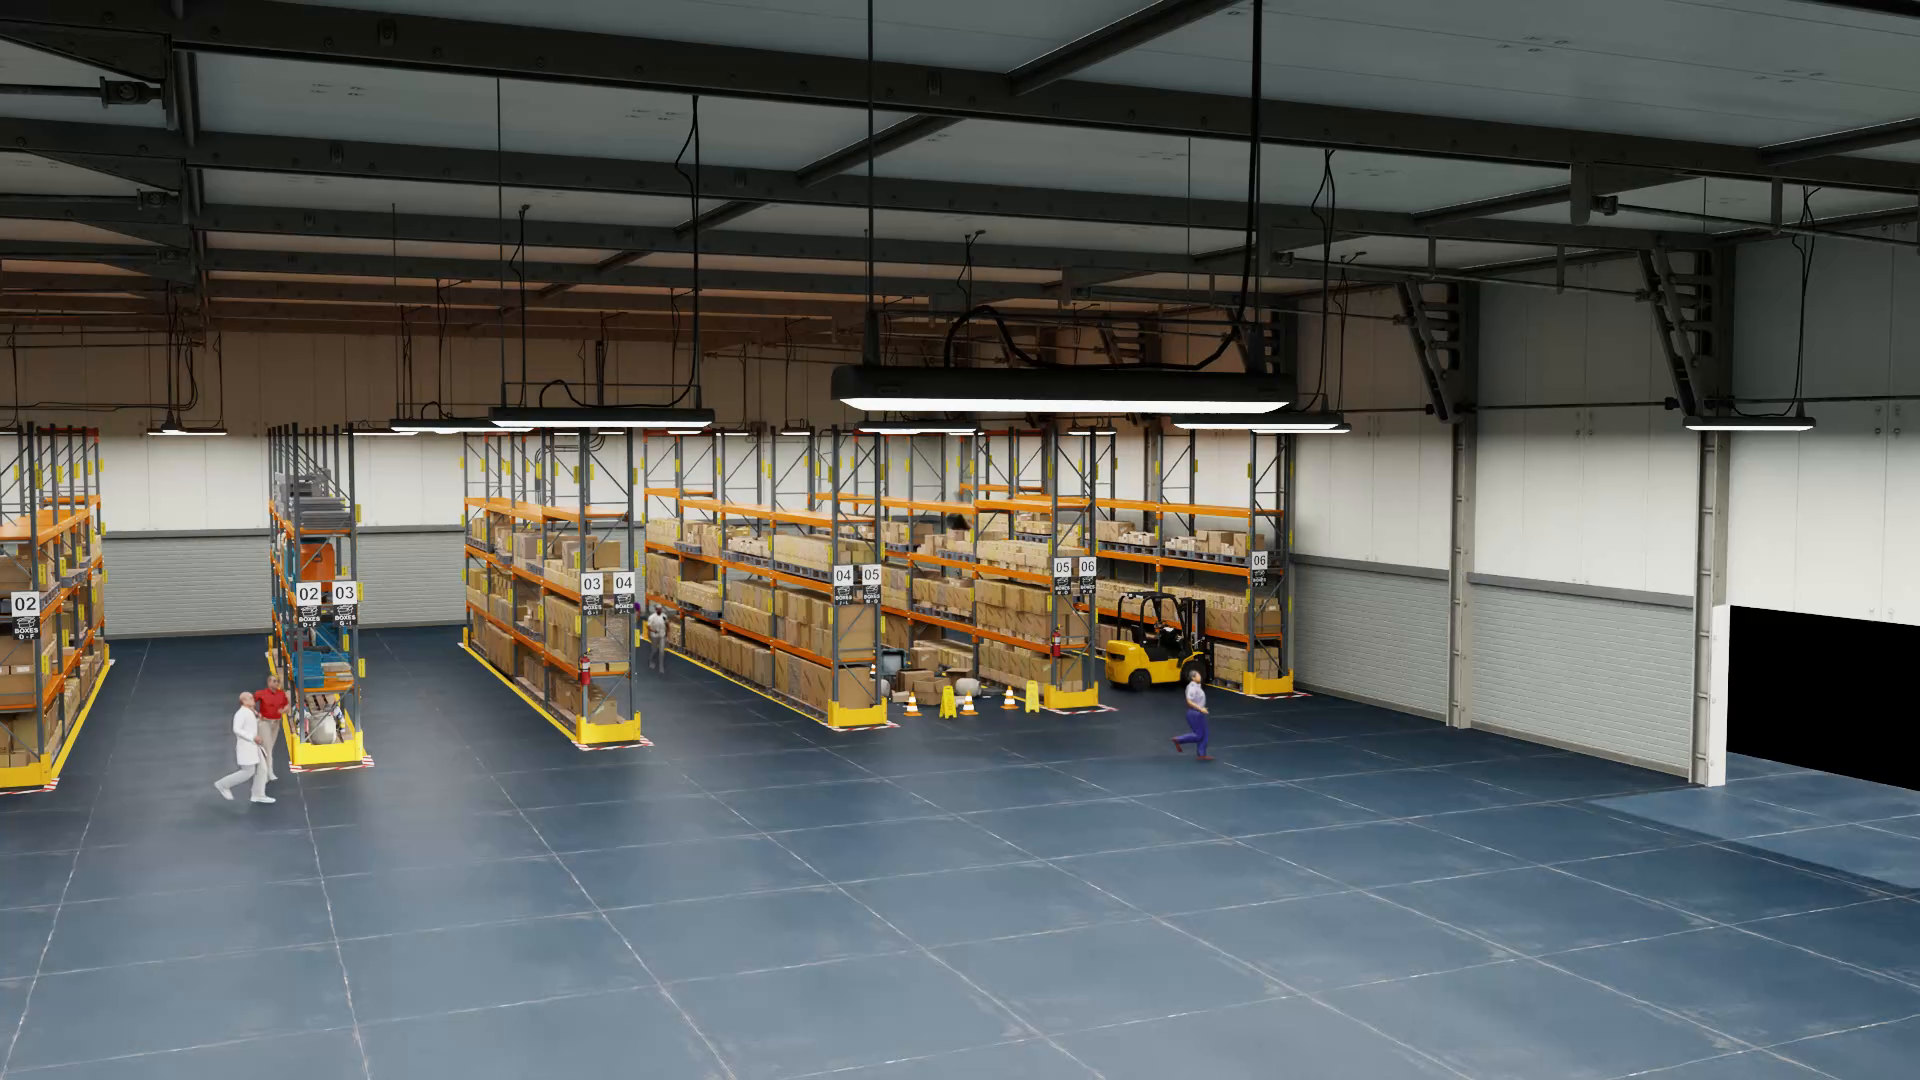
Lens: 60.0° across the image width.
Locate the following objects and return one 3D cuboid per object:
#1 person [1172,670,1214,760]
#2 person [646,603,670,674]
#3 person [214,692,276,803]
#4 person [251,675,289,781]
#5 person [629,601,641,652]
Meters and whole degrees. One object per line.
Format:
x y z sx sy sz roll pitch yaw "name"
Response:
4.156 3.113 29.584 0.734 1.609 0.607 1 4 13 "person"
-7.410 2.388 40.858 0.600 1.714 0.810 -2 4 -23 "person"
-11.203 3.261 26.039 0.890 1.764 0.717 0 4 -5 "person"
-11.713 3.164 28.220 0.919 1.739 0.690 2 4 33 "person"
-8.674 2.180 43.647 0.686 1.721 0.597 -1 4 -21 "person"
